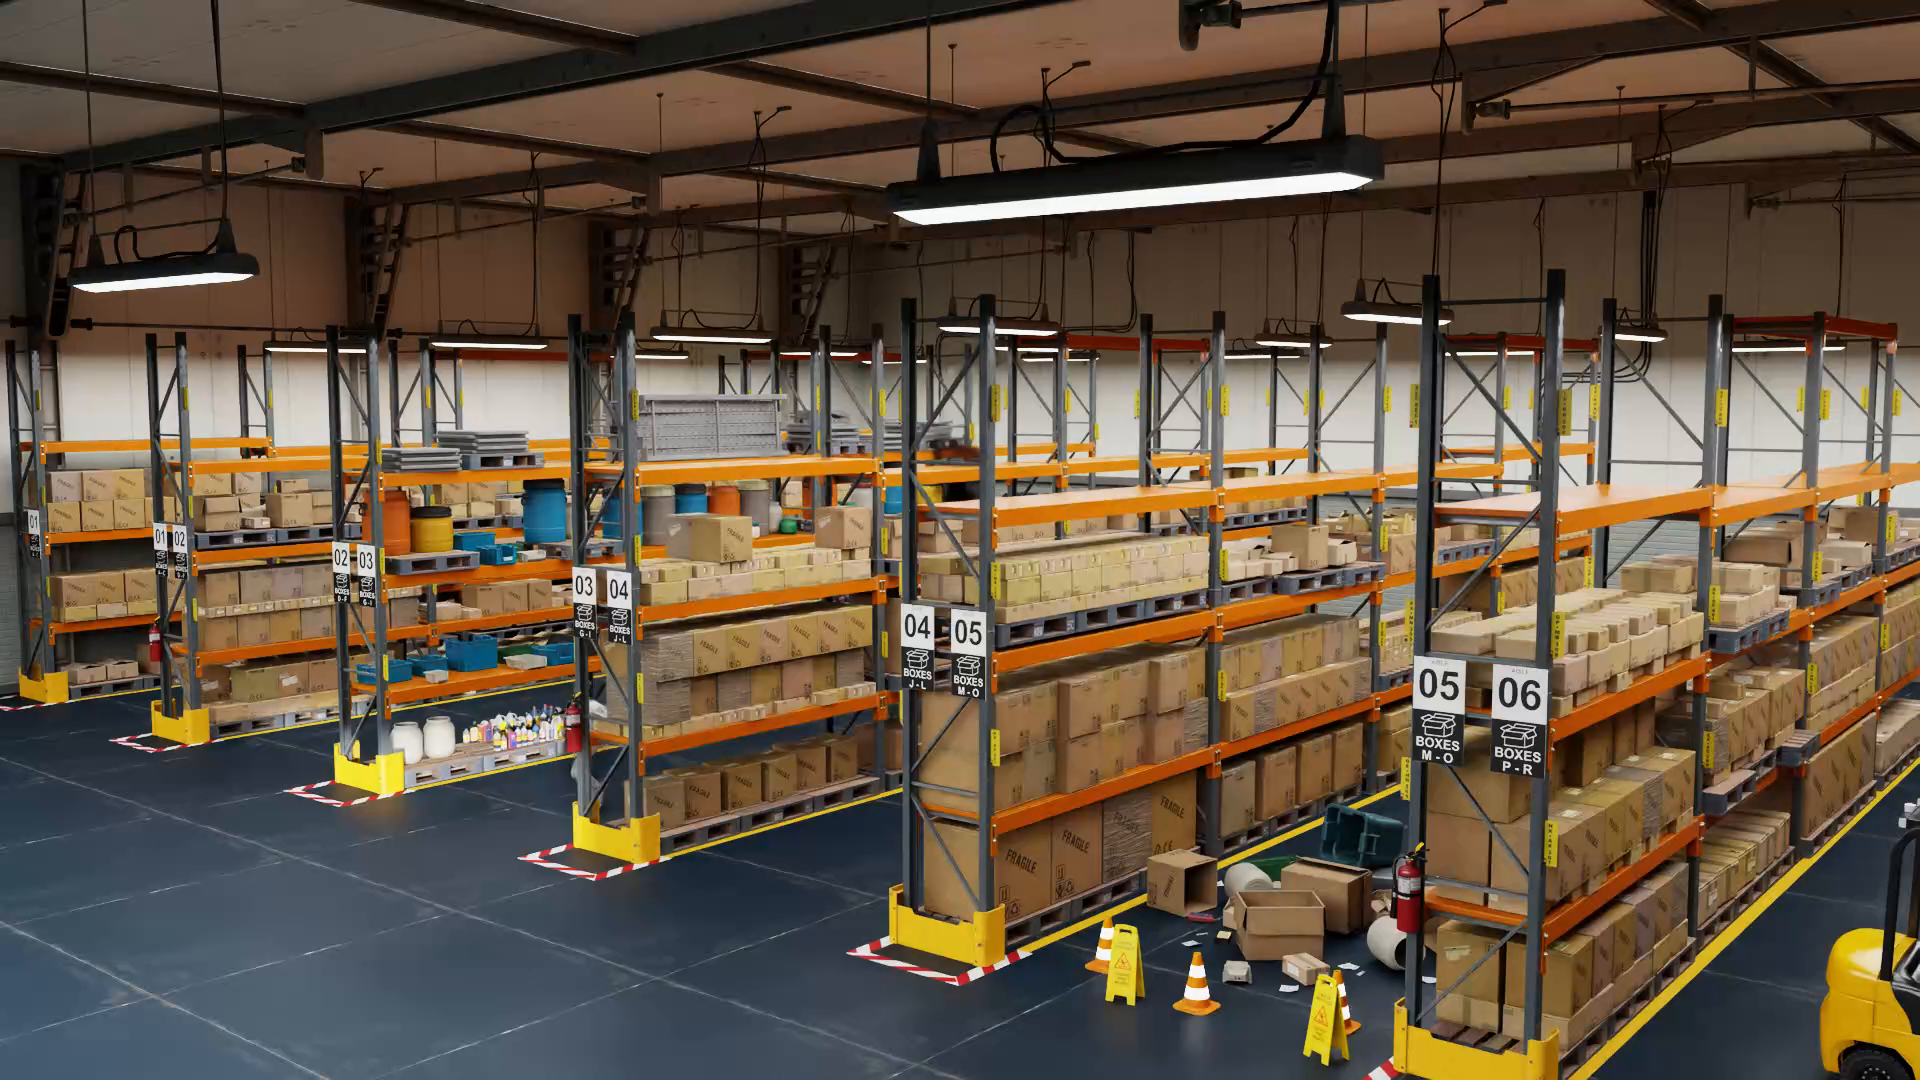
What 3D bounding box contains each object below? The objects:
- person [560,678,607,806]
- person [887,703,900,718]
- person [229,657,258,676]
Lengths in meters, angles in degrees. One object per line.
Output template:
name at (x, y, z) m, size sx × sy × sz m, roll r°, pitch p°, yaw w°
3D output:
person at (-4.619, 2.509, 20.344) m, size 0.606 × 1.659 × 0.613 m, roll 5°, pitch 7°, yaw 42°
person at (-1.100, 2.039, 24.999) m, size 0.672 × 1.771 × 0.838 m, roll 3°, pitch 6°, yaw 30°
person at (-11.681, 1.847, 27.188) m, size 0.730 × 1.724 × 0.716 m, roll 4°, pitch 7°, yaw 40°
